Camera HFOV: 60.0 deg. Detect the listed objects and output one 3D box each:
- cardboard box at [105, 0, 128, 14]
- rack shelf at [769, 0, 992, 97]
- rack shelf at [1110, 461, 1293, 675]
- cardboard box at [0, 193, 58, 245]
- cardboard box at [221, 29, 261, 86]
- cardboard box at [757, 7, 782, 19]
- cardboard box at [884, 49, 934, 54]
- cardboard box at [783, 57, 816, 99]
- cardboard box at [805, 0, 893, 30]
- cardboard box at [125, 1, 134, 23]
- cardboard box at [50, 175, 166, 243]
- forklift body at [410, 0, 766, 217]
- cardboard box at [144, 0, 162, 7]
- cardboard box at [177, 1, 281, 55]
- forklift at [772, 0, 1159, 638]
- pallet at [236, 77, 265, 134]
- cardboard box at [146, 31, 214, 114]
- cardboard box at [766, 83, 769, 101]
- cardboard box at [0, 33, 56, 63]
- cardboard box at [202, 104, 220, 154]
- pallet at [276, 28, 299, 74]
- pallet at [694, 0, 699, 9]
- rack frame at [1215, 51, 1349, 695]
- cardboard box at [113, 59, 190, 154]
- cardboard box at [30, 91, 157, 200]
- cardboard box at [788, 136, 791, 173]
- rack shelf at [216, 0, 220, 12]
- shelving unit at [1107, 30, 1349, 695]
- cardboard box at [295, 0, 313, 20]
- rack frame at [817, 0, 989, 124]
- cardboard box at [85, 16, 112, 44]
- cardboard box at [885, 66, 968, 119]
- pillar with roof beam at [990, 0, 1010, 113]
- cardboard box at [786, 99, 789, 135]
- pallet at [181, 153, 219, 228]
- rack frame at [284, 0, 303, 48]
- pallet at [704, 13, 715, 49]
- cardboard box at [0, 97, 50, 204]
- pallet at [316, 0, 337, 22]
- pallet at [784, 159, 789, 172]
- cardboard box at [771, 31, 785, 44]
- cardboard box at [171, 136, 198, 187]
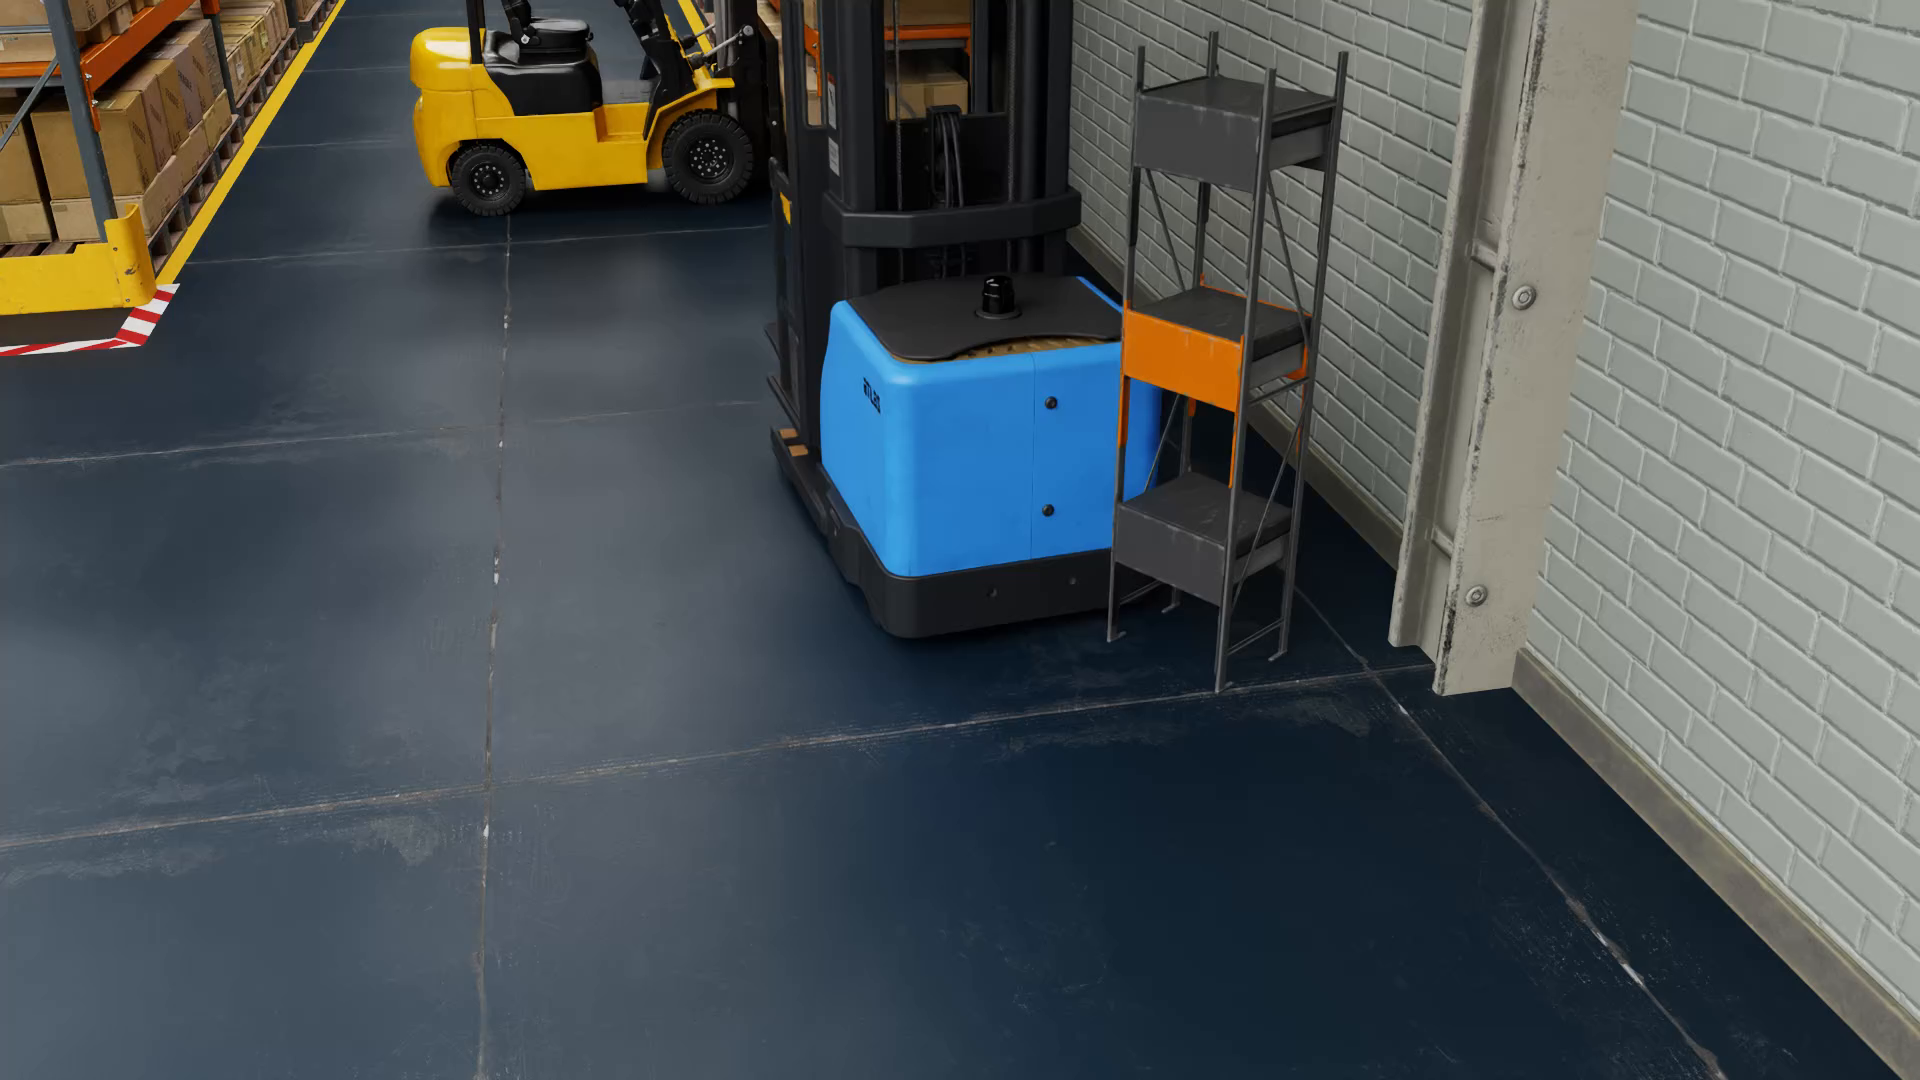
[{"bbox_3d":[-5.120,-3.279,9.477,0.500,0.500,0.500,-5,27,-10],"label":"cardboard box"},{"bbox_3d":[-0.779,-3.701,11.553,1.077,0.370,4.000,-6,27,-12],"label":"rack shelf"},{"bbox_3d":[0.851,0.087,5.830,0.431,0.518,0.480,-24,35,-39],"label":"rack shelf"},{"bbox_3d":[-5.613,-1.937,9.844,0.500,0.250,0.500,-6,27,-12],"label":"cardboard box"},{"bbox_3d":[-6.351,-3.955,13.706,0.950,0.372,0.625,-4,27,-8],"label":"cardboard box"},{"bbox_3d":[-1.321,-3.837,12.499,0.500,0.250,0.500,-6,27,-12],"label":"cardboard box"},{"bbox_3d":[-0.471,-3.221,11.278,0.500,0.250,0.500,-6,27,-12],"label":"cardboard box"},{"bbox_3d":[-0.857,-2.945,10.731,0.500,0.250,0.500,-5,27,-11],"label":"cardboard box"},{"bbox_3d":[-0.695,-3.379,10.004,0.500,0.500,0.500,-7,28,-13],"label":"cardboard box"},{"bbox_3d":[-5.193,-3.157,9.955,0.380,0.149,0.250,-5,27,-10],"label":"cardboard box"},{"bbox_3d":[-5.076,-1.981,9.931,0.500,0.250,0.500,-6,27,-12],"label":"cardboard box"},{"bbox_3d":[-2.533,-3.413,11.125,2.313,2.155,1.214,-6,27,-12],"label":"forklift body"},{"bbox_3d":[-5.342,-3.502,10.639,0.380,0.149,0.250,-6,27,-11],"label":"cardboard box"},{"bbox_3d":[-6.675,-4.593,14.971,0.950,0.372,0.625,-6,27,-13],"label":"cardboard box"},{"bbox_3d":[-0.190,-1.607,6.680,1.130,2.935,3.031,-8,28,-15],"label":"forklift"},{"bbox_3d":[-6.242,-3.492,13.433,1.003,0.211,1.213,-6,27,-12],"label":"pallet"},{"bbox_3d":[-5.554,-3.234,11.582,0.500,0.500,0.500,-5,27,-11],"label":"cardboard box"},{"bbox_3d":[-1.091,-3.175,11.743,0.500,0.250,0.500,-6,27,-12],"label":"cardboard box"},{"bbox_3d":[-5.039,-2.697,9.043,0.380,0.149,0.250,-6,27,-11],"label":"cardboard box"},{"bbox_3d":[-5.540,-2.890,11.732,0.500,0.250,0.500,-7,28,-13],"label":"cardboard box"},{"bbox_3d":[-6.792,-4.563,15.556,1.003,0.211,1.213,-6,27,-12],"label":"pallet"},{"bbox_3d":[-2.534,-6.278,18.954,1.003,0.211,1.213,-6,27,-12],"label":"pallet"},{"bbox_3d":[1.023,-0.472,5.354,0.400,2.100,0.015,-24,35,-39],"label":"rack frame"},{"bbox_3d":[-5.309,-2.776,10.675,0.500,0.500,0.500,-5,27,-11],"label":"cardboard box"},{"bbox_3d":[-5.082,-2.326,9.783,0.500,0.500,0.500,-7,28,-13],"label":"cardboard box"},{"bbox_3d":[-0.845,-2.498,10.956,0.500,0.250,0.500,-6,27,-12],"label":"cardboard box"},{"bbox_3d":[-6.516,-4.952,14.030,1.077,0.370,4.000,-6,27,-12],"label":"rack shelf"},{"bbox_3d":[0.851,-0.550,5.509,0.431,2.100,0.503,-24,35,-39],"label":"shelving unit"},{"bbox_3d":[-7.041,-5.701,16.609,0.875,0.875,0.875,-6,27,-12],"label":"cardboard box"},{"bbox_3d":[-0.328,-3.145,9.651,1.000,3.000,0.127,-6,27,-12],"label":"rack frame"},{"bbox_3d":[-5.090,-2.931,9.507,0.380,0.149,0.250,-7,28,-13],"label":"cardboard box"},{"bbox_3d":[-0.252,-2.781,10.407,0.500,0.250,0.500,-6,27,-12],"label":"cardboard box"},{"bbox_3d":[-3.802,-5.783,8.220,9.100,9.000,0.400,-6,27,-12],"label":"pillar with roof beam"},{"bbox_3d":[-0.845,-2.731,10.862,0.500,0.250,0.500,-6,27,-12],"label":"cardboard box"},{"bbox_3d":[-5.601,-2.322,11.116,1.003,0.211,1.213,-6,27,-12],"label":"pallet"},{"bbox_3d":[-6.967,-6.151,15.607,1.000,3.000,0.127,-6,27,-12],"label":"rack frame"},{"bbox_3d":[-1.984,-5.046,16.514,1.003,0.211,1.213,-6,27,-12],"label":"pallet"},{"bbox_3d":[-5.598,-2.259,9.650,0.500,0.500,0.500,-6,27,-11],"label":"cardboard box"},{"bbox_3d":[-7.342,-5.794,17.996,1.003,0.211,1.213,-6,27,-12],"label":"pallet"},{"bbox_3d":[-0.813,-2.766,11.995,1.003,0.211,1.213,-6,27,-12],"label":"pallet"},{"bbox_3d":[-1.087,-3.389,11.611,0.500,0.250,0.500,-7,28,-13],"label":"cardboard box"},{"bbox_3d":[-5.319,-2.444,10.849,0.500,0.250,0.500,-4,27,-8],"label":"cardboard box"}]
